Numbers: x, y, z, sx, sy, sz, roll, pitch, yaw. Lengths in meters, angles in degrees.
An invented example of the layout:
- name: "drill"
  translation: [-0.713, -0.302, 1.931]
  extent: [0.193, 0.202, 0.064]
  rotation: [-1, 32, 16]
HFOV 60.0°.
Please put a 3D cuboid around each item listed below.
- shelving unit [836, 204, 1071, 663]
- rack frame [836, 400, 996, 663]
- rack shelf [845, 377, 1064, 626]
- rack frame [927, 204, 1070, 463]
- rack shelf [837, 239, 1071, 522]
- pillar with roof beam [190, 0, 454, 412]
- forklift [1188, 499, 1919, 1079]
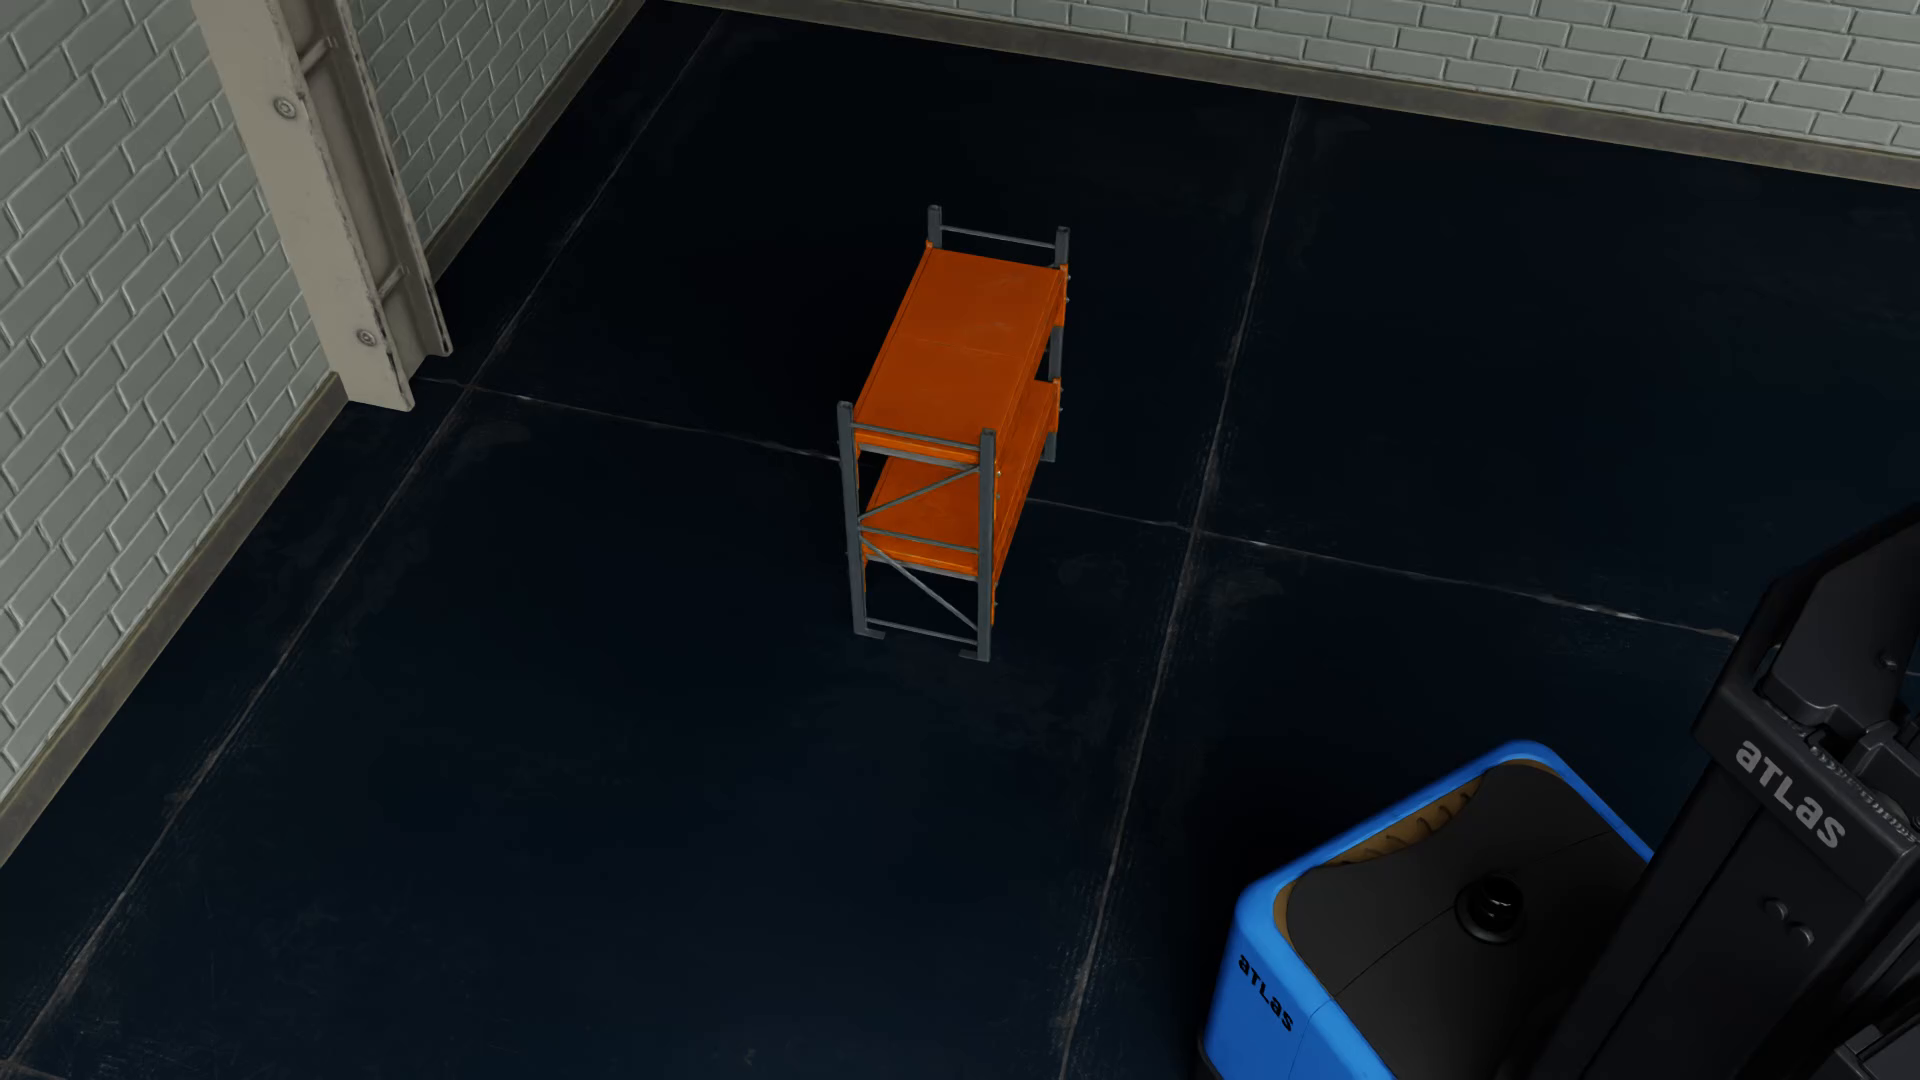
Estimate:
- name: "shelving unit"
  translation: [-0.002, -0.367, 5.824]
  extent: [0.538, 1.125, 1.048]
  rotation: [12, 50, 10]
- name: "rack frame"
  translation: [-0.136, 0.000, 5.499]
  extent: [0.500, 1.125, 0.032]
  rotation: [12, 50, 10]
- name: "rack shelf"
  translation: [-0.002, -0.206, 6.007]
  extent: [0.538, 0.278, 1.000]
  rotation: [12, 50, 10]
- name: "rack frame"
  translation: [0.132, -0.735, 6.148]
  extent: [0.500, 1.125, 0.032]
  rotation: [12, 50, 10]
- name: "rack shelf"
  translation: [-0.002, -0.561, 5.604]
  extent: [0.538, 0.278, 1.000]
  rotation: [12, 50, 10]
- name: "pillar with roof beam"
  translation: [1.837, -2.818, 2.735]
  extent: [9.100, 9.000, 0.400]
  rotation: [12, 50, 10]
- name: "forklift"
  translation: [1.835, 1.379, 3.078]
  extent: [1.130, 2.935, 3.031]
  rotation: [-24, 53, -20]
